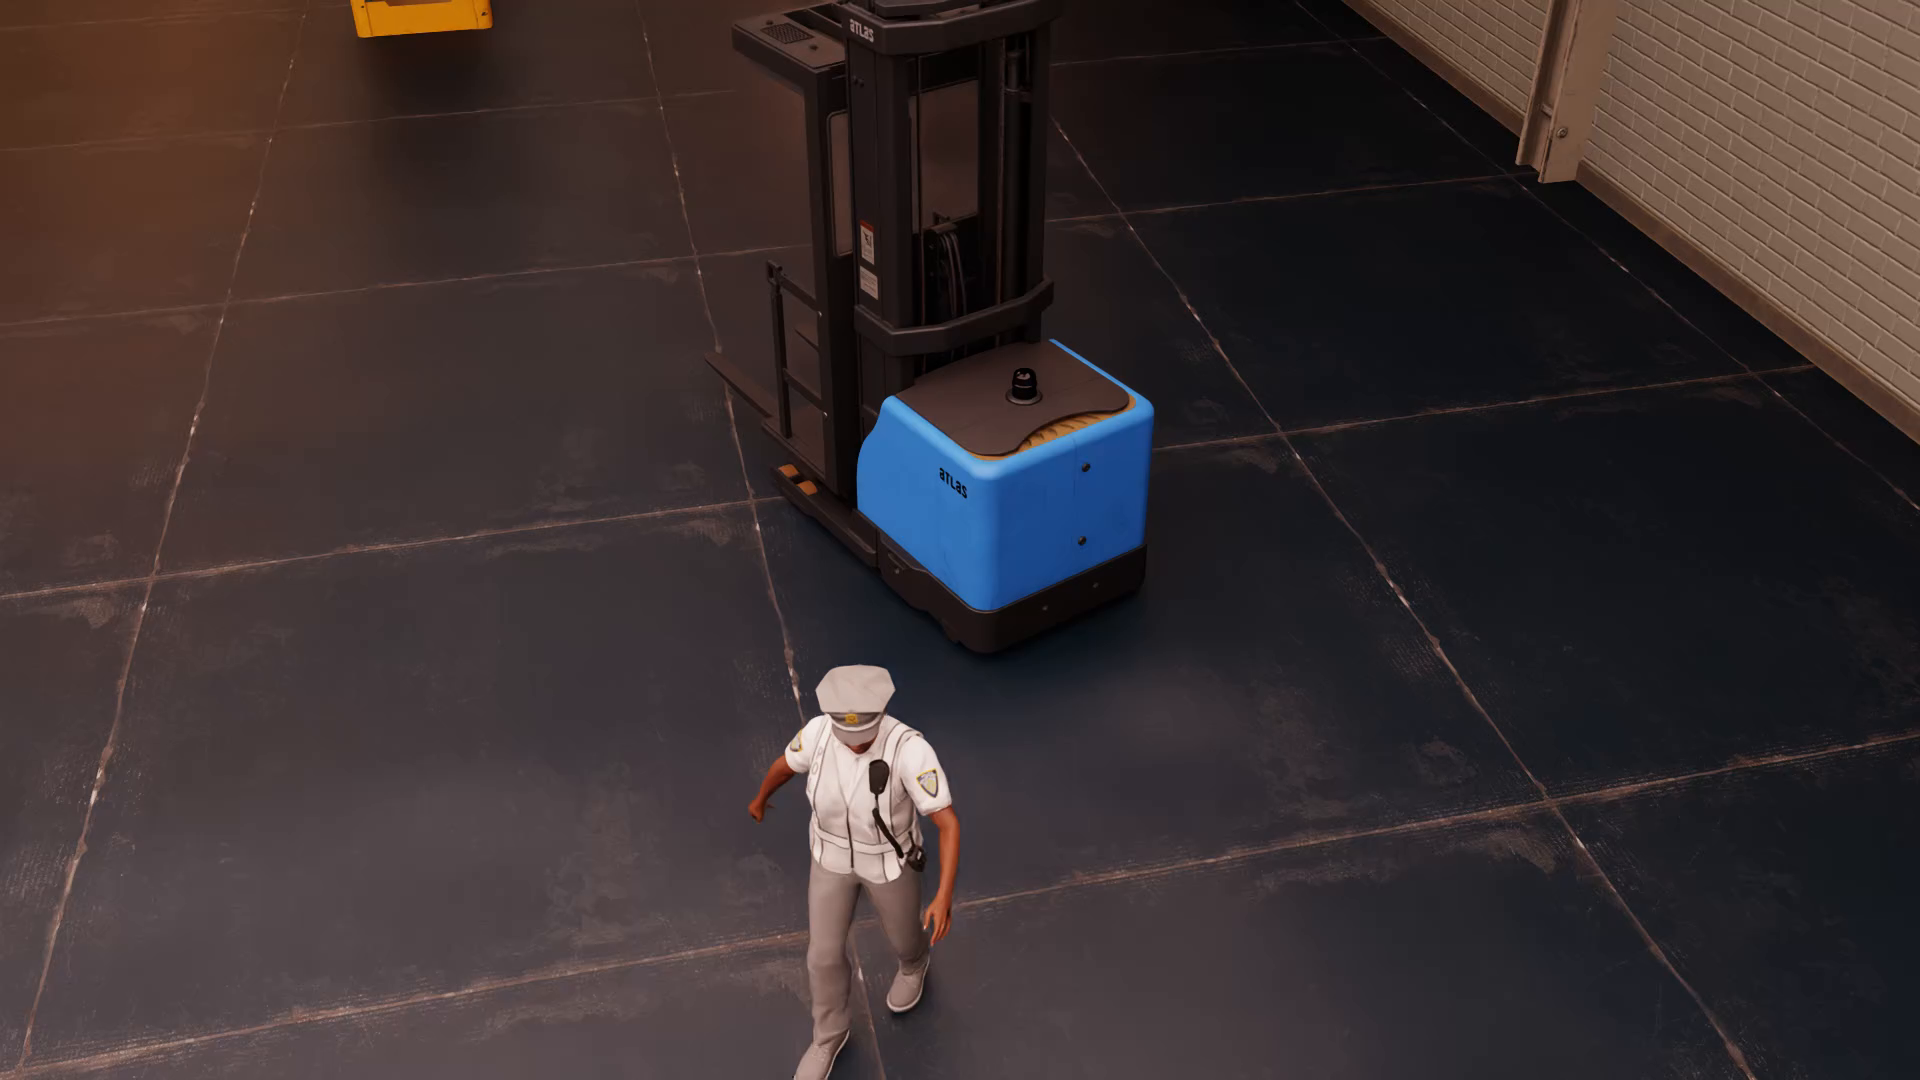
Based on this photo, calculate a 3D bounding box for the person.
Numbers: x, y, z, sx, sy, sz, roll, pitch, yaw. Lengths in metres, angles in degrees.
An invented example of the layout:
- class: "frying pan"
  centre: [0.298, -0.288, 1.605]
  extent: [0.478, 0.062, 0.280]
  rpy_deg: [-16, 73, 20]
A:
- class: "person"
  centre: [-0.372, 1.119, 5.624]
  extent: [0.891, 1.640, 0.721]
  rpy_deg: [10, 37, 14]

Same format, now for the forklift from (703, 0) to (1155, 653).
- class: "forklift"
  centre: [-0.350, -1.480, 8.107]
  extent: [1.130, 2.935, 3.031]
  rpy_deg: [-22, 41, -28]
